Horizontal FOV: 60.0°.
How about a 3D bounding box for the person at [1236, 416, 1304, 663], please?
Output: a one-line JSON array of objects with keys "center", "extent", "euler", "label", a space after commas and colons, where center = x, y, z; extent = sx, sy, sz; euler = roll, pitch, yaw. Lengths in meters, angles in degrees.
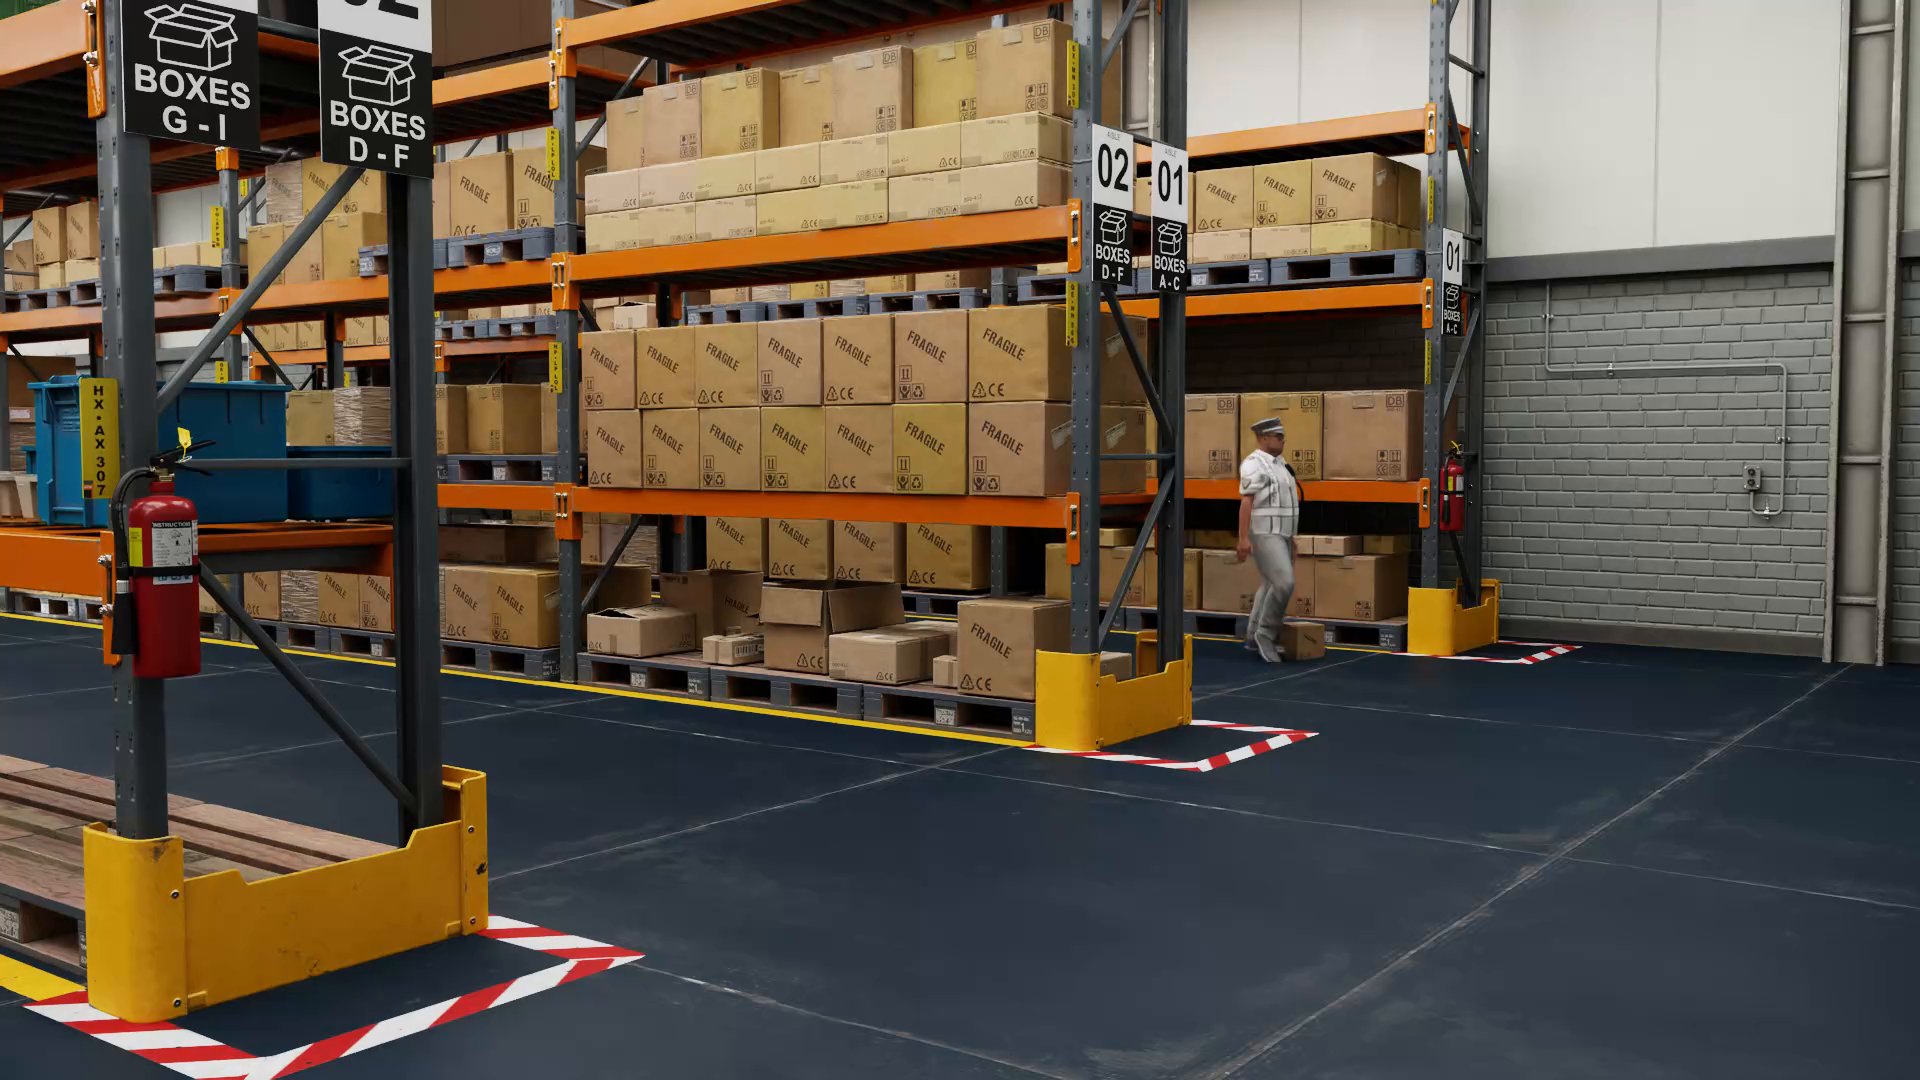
[{"center": [2.304, 0.004, 12.229], "extent": [0.499, 1.830, 0.578], "euler": [2, 4, 37], "label": "person"}]
